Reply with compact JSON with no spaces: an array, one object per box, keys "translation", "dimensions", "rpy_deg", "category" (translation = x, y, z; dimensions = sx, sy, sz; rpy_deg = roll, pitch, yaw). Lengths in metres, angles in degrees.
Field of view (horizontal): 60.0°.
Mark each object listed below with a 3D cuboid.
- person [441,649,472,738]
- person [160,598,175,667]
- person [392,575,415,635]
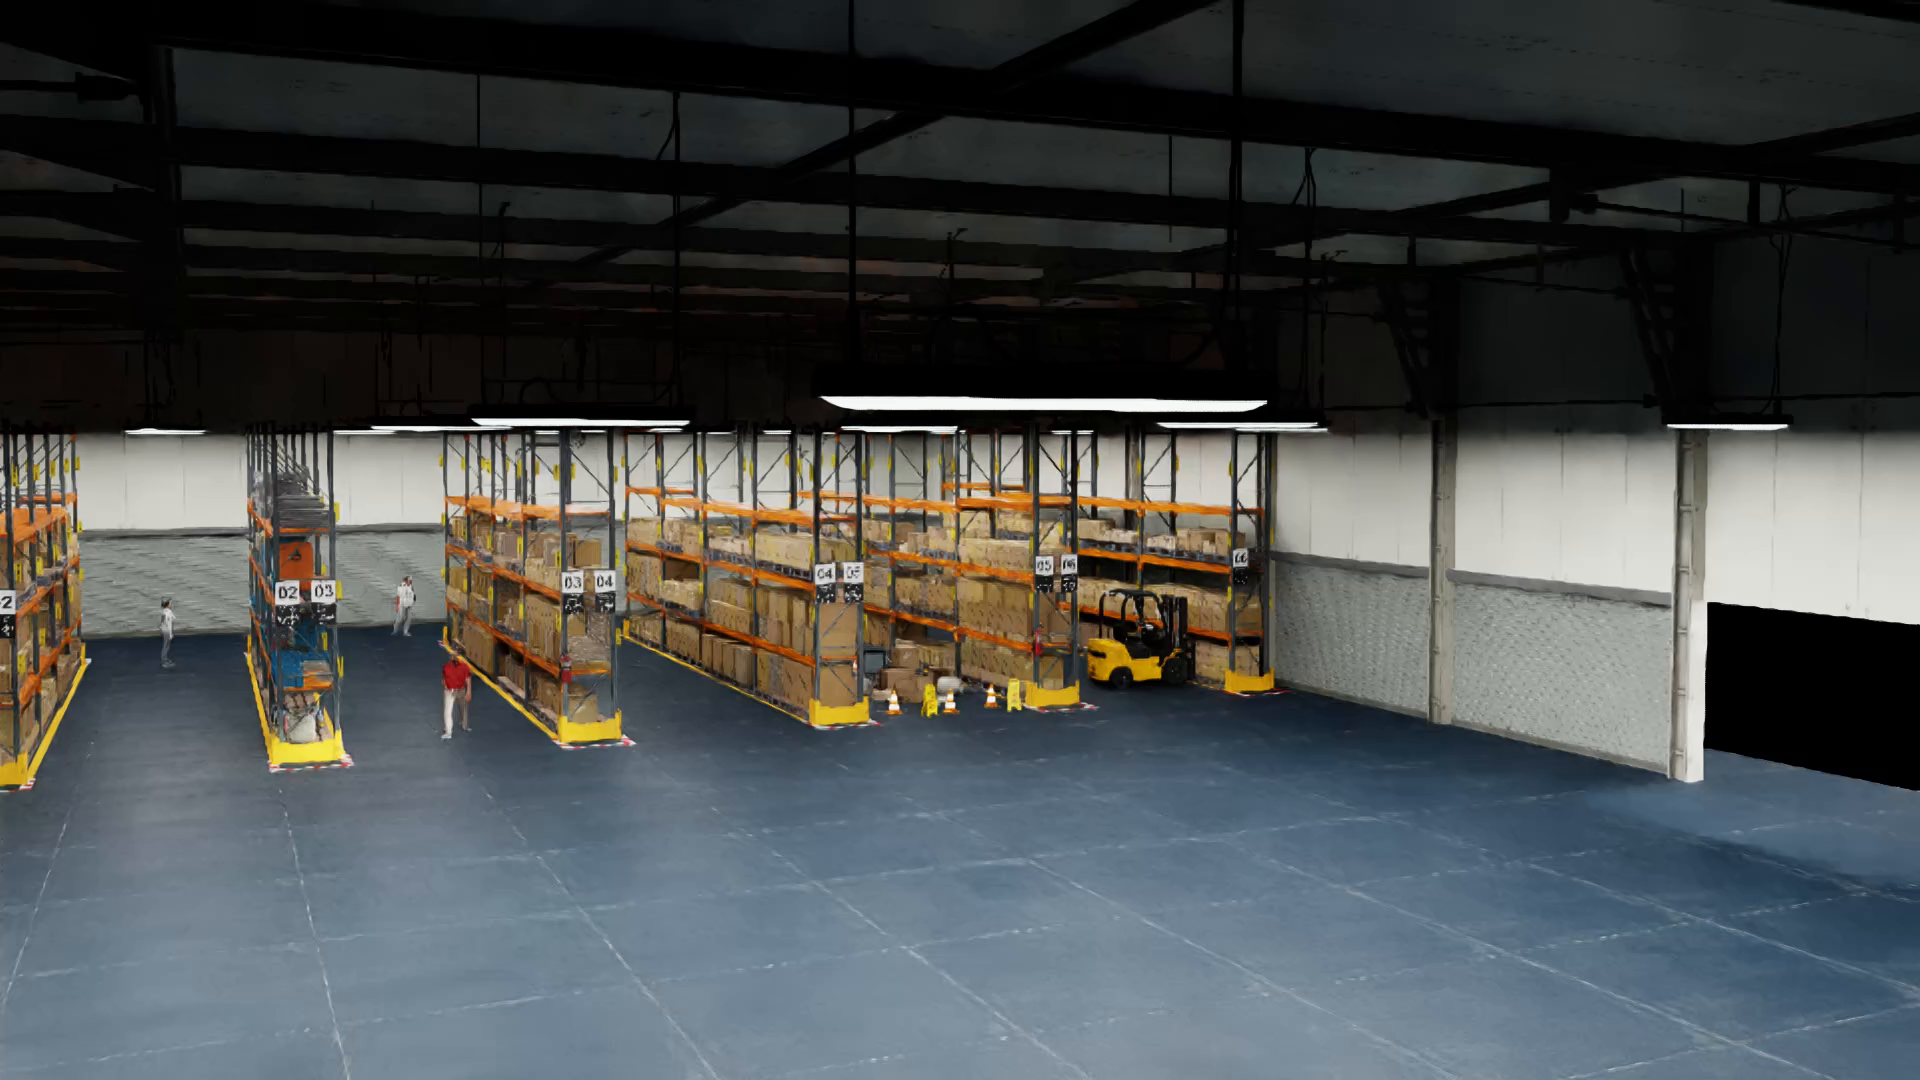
[{"translation":[-9.582,2.898,31.661],"dimensions":[0.568,1.677,0.945],"rpy_deg":[-1,4,-8],"category":"person"},{"translation":[-19.716,2.284,41.361],"dimensions":[0.368,1.679,0.583],"rpy_deg":[-3,4,-37],"category":"person"},{"translation":[-16.025,1.865,47.830],"dimensions":[0.577,1.745,0.593],"rpy_deg":[2,4,30],"category":"person"}]
